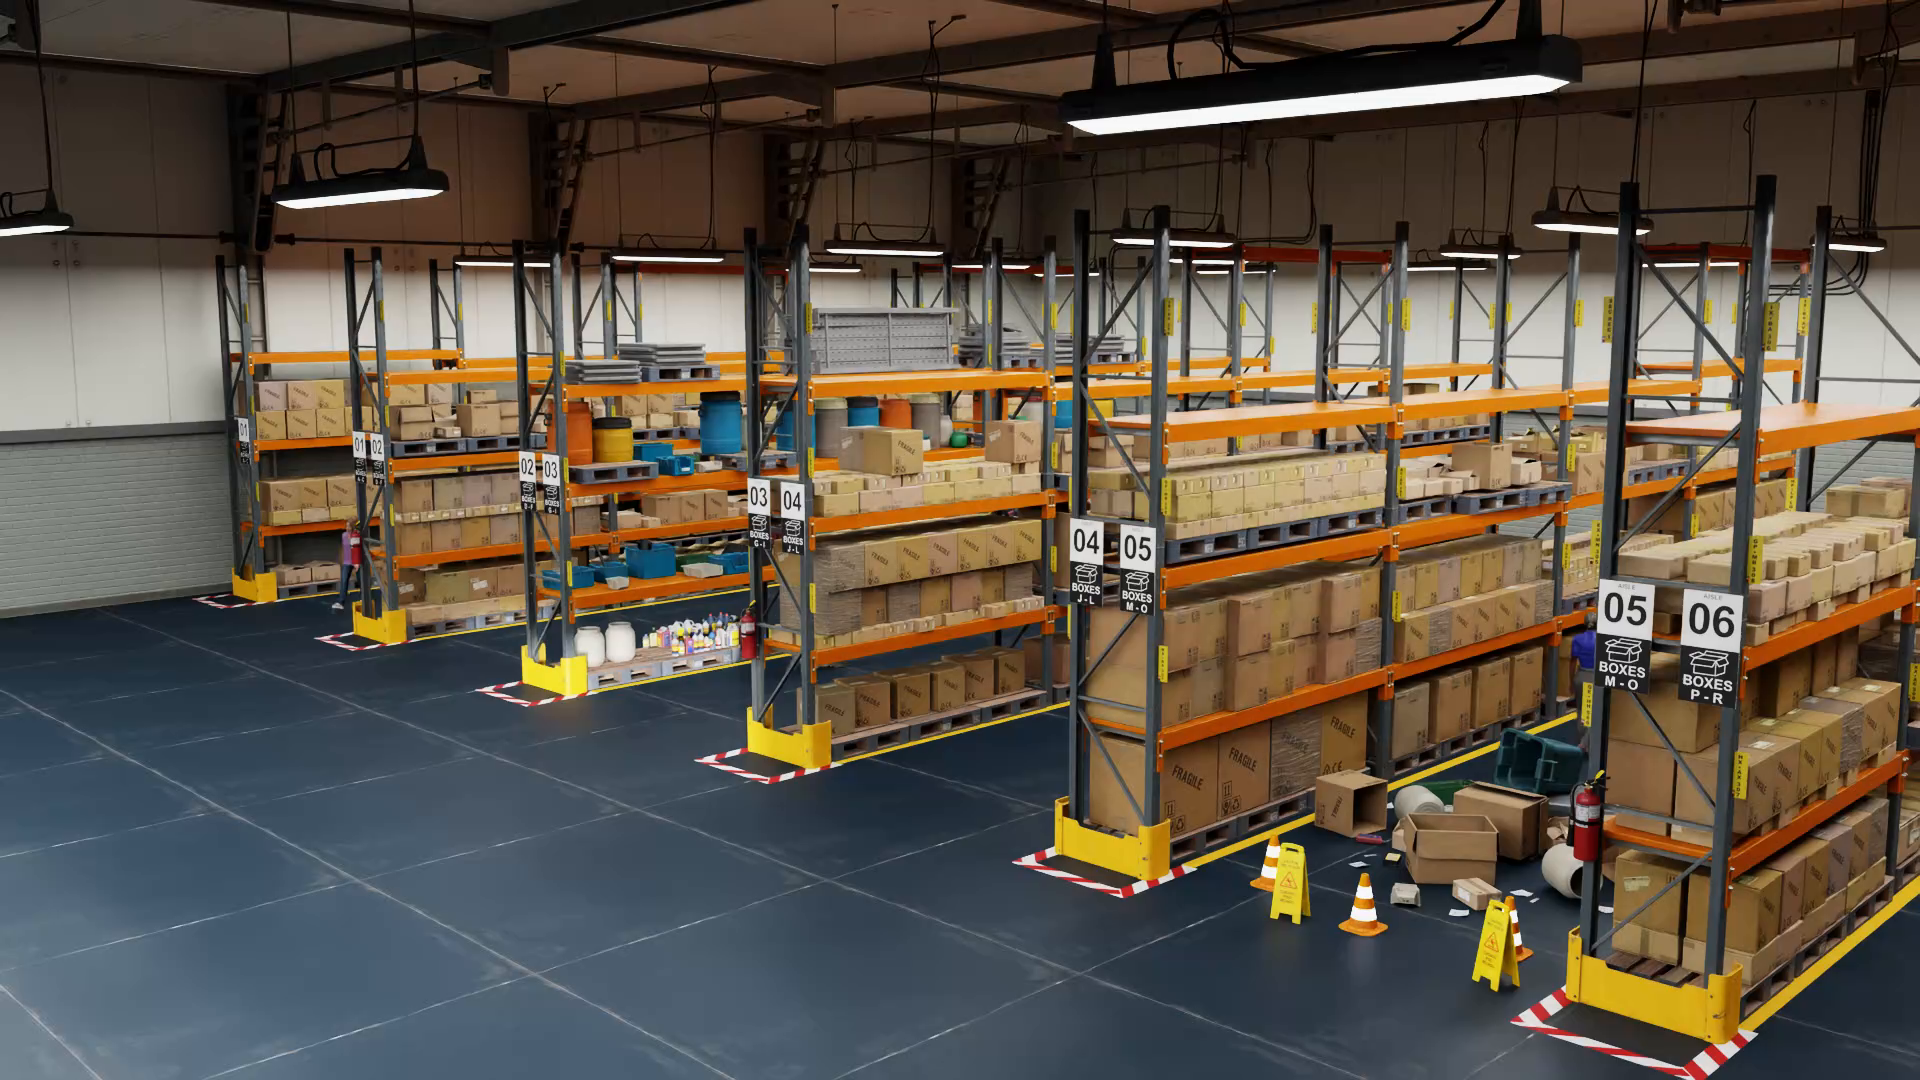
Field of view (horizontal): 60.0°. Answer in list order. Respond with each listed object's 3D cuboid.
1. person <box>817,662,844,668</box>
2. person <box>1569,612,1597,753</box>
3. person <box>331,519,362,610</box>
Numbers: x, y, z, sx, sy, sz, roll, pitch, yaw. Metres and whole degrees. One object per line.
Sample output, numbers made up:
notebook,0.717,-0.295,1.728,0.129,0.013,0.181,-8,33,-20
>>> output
person,-1.886,0.931,23.717,0.541,1.763,0.574,-5,9,-31
person,7.232,1.656,19.121,0.521,1.655,0.500,-8,11,-44
person,-10.288,0.407,28.083,0.455,1.540,0.990,-1,8,-5
